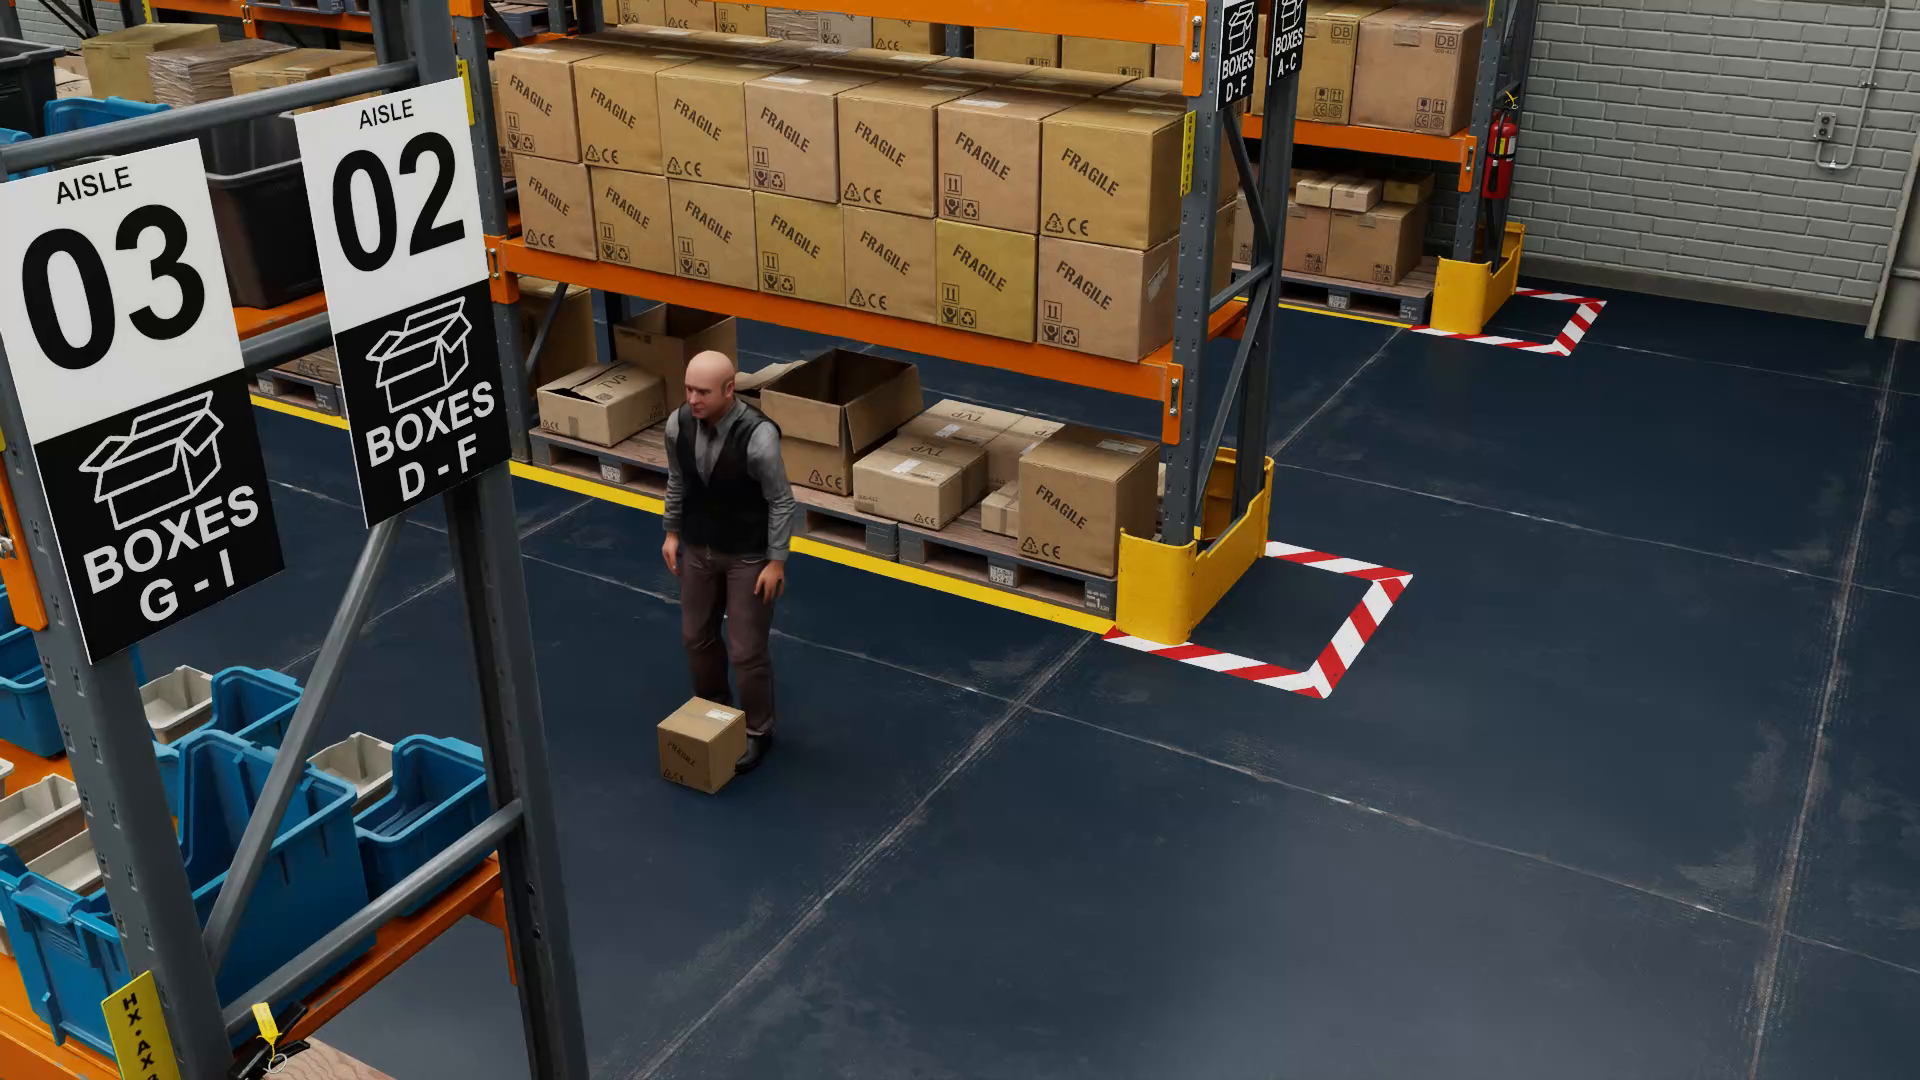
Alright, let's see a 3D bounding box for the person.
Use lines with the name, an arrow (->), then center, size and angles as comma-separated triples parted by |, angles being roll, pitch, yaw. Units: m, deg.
person -> -0.908, 0.058, 6.523 | 0.580, 1.721, 0.460 | 14, 30, 26
